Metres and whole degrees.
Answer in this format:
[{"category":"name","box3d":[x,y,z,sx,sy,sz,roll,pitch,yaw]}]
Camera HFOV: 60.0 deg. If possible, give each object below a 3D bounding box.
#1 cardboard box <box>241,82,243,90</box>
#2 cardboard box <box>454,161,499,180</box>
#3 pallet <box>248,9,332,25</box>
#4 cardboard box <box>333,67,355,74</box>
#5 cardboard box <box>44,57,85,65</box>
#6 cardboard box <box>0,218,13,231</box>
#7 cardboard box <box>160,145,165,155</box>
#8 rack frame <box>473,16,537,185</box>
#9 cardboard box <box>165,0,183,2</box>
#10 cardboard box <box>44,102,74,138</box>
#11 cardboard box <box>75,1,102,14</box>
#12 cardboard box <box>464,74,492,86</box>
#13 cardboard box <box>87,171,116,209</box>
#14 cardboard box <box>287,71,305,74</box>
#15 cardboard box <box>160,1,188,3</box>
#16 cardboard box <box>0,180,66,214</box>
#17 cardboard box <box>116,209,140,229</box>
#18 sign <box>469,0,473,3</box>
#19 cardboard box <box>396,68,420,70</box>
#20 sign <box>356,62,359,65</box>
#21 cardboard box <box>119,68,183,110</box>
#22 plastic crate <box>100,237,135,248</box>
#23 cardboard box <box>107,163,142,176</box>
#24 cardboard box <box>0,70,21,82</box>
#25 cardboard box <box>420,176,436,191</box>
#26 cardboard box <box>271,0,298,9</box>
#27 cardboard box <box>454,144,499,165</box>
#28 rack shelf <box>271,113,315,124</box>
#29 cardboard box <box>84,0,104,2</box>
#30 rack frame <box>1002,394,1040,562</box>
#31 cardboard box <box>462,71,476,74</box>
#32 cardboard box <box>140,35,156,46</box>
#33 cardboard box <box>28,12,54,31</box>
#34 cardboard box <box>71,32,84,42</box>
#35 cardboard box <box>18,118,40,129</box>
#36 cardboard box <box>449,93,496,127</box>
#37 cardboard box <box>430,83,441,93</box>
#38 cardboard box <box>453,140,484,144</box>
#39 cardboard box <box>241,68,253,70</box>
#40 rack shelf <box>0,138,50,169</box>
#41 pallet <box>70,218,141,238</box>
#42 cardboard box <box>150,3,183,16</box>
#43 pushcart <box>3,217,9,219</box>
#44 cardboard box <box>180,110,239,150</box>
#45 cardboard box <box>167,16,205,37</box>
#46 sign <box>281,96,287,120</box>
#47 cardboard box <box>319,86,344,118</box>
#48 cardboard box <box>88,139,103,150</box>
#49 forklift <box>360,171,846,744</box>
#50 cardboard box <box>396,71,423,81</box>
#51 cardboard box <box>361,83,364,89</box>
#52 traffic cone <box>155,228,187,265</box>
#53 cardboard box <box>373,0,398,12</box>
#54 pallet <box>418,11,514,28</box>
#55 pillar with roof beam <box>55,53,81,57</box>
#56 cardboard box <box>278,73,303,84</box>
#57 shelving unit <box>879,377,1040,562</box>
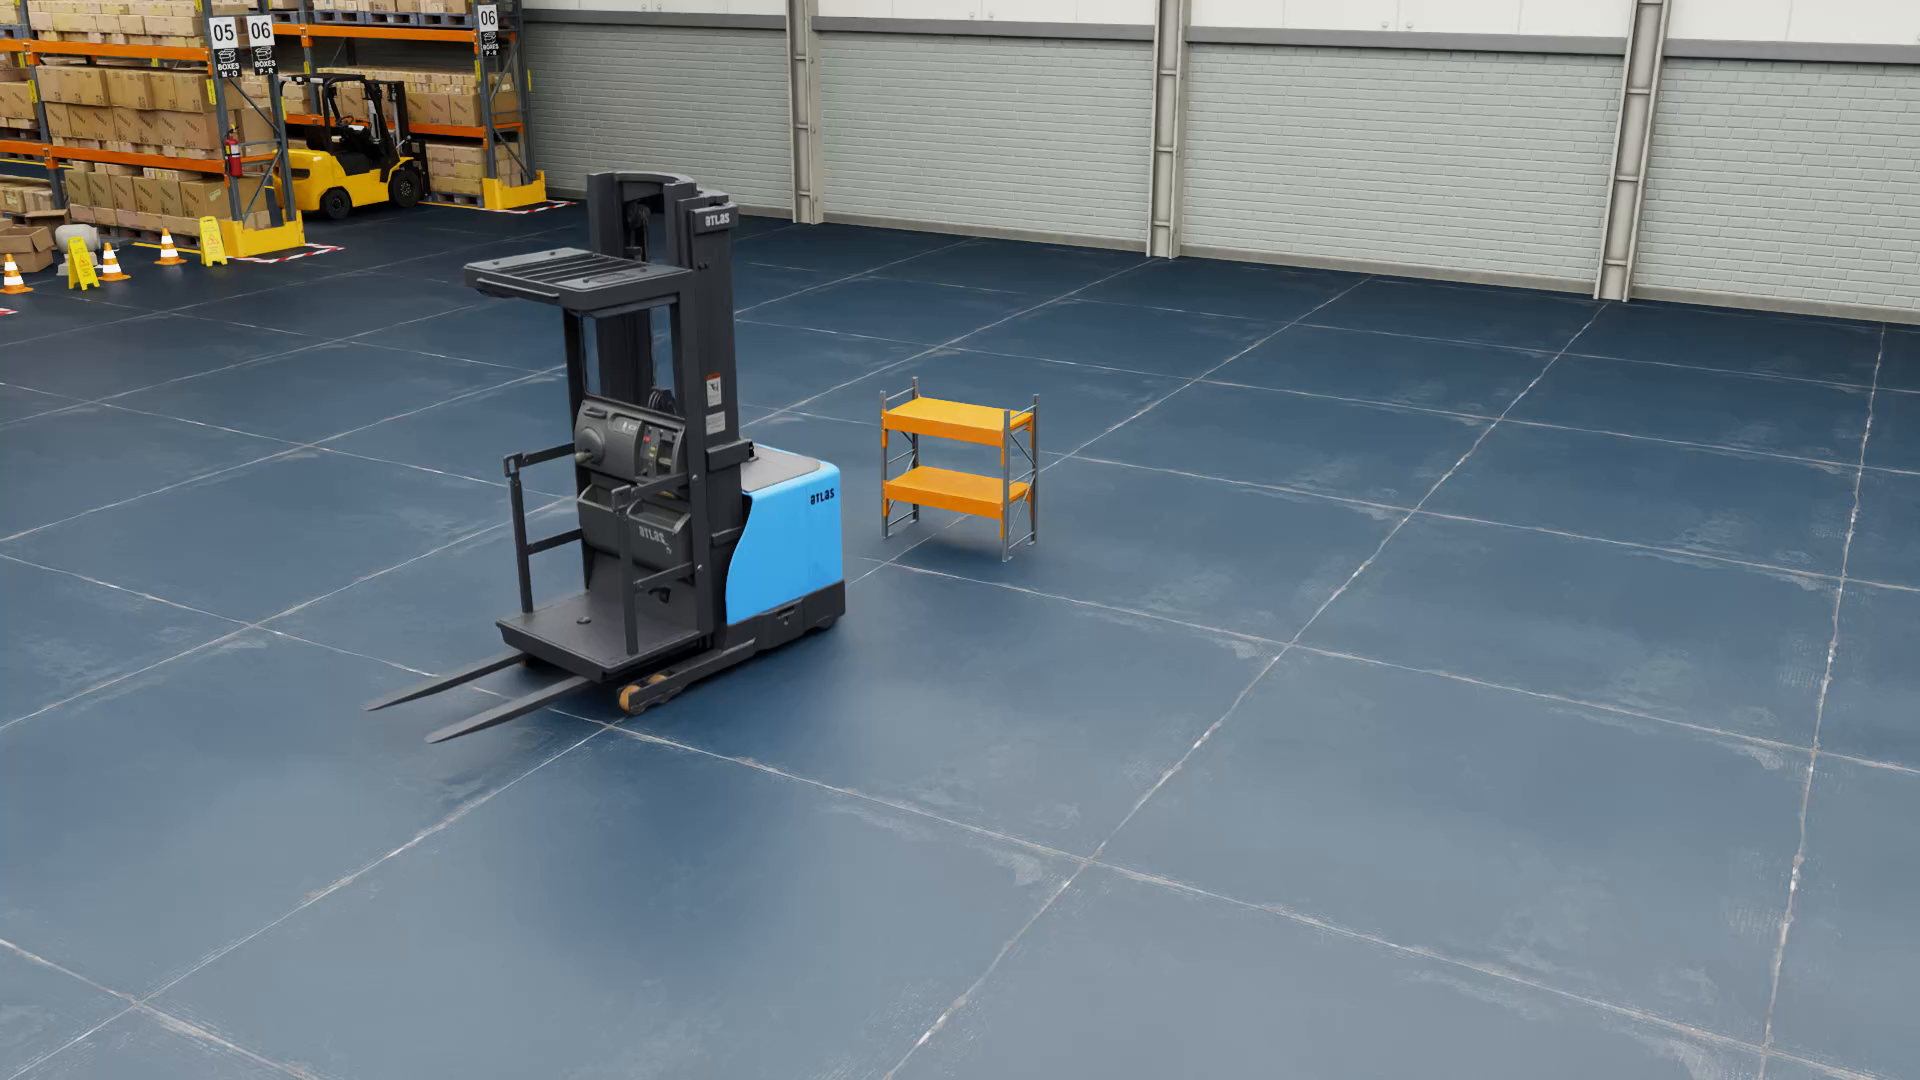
[{"category":"cardboard box","box3d":[-12.822,-8.119,29.835,0.500,0.250,0.500,11,23,28]},{"category":"cardboard box","box3d":[-8.027,-6.152,27.609,0.500,0.250,0.500,10,22,27]},{"category":"pallet","box3d":[-11.718,-9.152,29.079,1.217,0.209,0.805,10,22,25]},{"category":"cardboard box","box3d":[-10.527,-8.028,28.564,0.250,0.149,0.380,11,23,28]},{"category":"cardboard box","box3d":[-17.160,-9.031,32.100,0.500,0.500,0.700,11,23,28]},{"category":"cardboard box","box3d":[-13.455,-4.127,22.807,0.503,0.637,0.797,11,23,27]},{"category":"cardboard box","box3d":[-11.181,-5.602,23.780,0.250,0.149,0.380,11,23,28]},{"category":"rack frame","box3d":[-7.449,-7.024,27.330,0.127,3.000,1.000,11,23,27]},{"category":"cardboard box","box3d":[-13.920,-9.863,29.848,0.500,0.500,0.500,11,23,28]},{"category":"cardboard box","box3d":[-13.111,-6.242,24.590,0.500,0.500,0.500,11,23,27]},{"category":"cardboard box","box3d":[-12.318,-7.569,23.633,0.250,0.149,0.380,10,22,26]},{"category":"cardboard box","box3d":[-7.865,-7.513,27.143,0.250,0.149,0.380,11,23,27]},{"category":"cardboard box","box3d":[-12.502,-5.204,24.630,0.500,0.500,0.500,12,23,29]},{"category":"cardboard box","box3d":[-11.803,-8.302,29.755,0.250,0.149,0.380,11,22,27]},{"category":"cardboard box","box3d":[-11.128,-7.574,23.646,0.250,0.149,0.380,11,23,29]},{"category":"cardboard box","box3d":[-14.447,-5.378,26.030,0.625,0.372,0.950,12,23,31]},{"category":"cardboard box","box3d":[-12.039,-4.764,24.517,0.500,0.250,0.500,10,22,27]},{"category":"sign","box3d":[-7.726,-8.654,26.242,0.005,0.325,0.100,11,23,27]},{"category":"cardboard box","box3d":[-9.413,-7.995,28.473,0.250,0.149,0.380,11,22,27]},{"category":"sign","box3d":[-10.672,-8.299,29.459,0.005,0.325,0.100,11,23,27]},{"category":"cardboard box","box3d":[-11.353,-6.363,23.459,0.500,0.500,0.700,10,22,27]},{"category":"plastic crate","box3d":[-12.388,-4.333,24.194,0.583,0.080,0.402,3,20,9]},{"category":"cardboard box","box3d":[-12.209,-5.427,24.293,0.250,0.149,0.380,12,23,30]},{"category":"cardboard box","box3d":[-14.480,-7.020,25.170,0.250,0.149,0.380,10,22,26]},{"category":"cardboard box","box3d":[-8.875,-6.084,28.156,0.500,0.250,0.500,11,23,28]},{"category":"cardboard box","box3d":[-11.692,-9.350,28.711,0.500,0.311,0.500,10,22,26]},{"category":"cardboard box","box3d":[-8.003,-6.383,27.512,0.500,0.250,0.500,12,23,29]},{"category":"rack shelf","box3d":[-12.687,-7.684,30.203,4.000,0.370,1.077,11,23,27]},{"category":"cardboard box","box3d":[-12.528,-7.800,24.269,0.250,0.149,0.380,11,23,29]},{"category":"rack frame","box3d":[0.438,-0.445,11.943,0.032,1.125,0.500,11,23,27]},{"category":"cardboard box","box3d":[-8.088,-7.728,27.738,0.250,0.149,0.380,11,23,28]},{"category":"cardboard box","box3d":[-11.193,-6.989,23.203,0.250,0.149,0.380,11,22,27]},{"category":"cardboard box","box3d":[-13.108,-7.536,24.125,0.500,0.250,0.500,10,22,26]},{"category":"cardboard box","box3d":[-12.536,-7.256,23.939,0.250,0.149,0.380,12,23,29]},{"category":"cardboard box","box3d":[-13.943,-6.294,25.069,0.250,0.149,0.380,11,23,28]},{"category":"cardboard box","box3d":[-8.007,-7.075,27.323,0.500,0.500,0.500,10,22,26]},{"category":"cardboard box","box3d":[-8.534,-7.490,27.516,0.250,0.149,0.380,11,22,27]},{"category":"cardboard box","box3d":[-8.214,-6.617,28.159,0.500,0.250,0.500,11,23,27]},{"category":"cardboard box","box3d":[-13.133,-8.554,30.451,0.250,0.149,0.380,11,22,27]},{"category":"rack shelf","box3d":[-15.105,-6.205,26.128,4.000,0.370,1.077,11,23,27]},{"category":"pallet","box3d":[-12.755,-4.799,25.285,1.213,0.211,1.003,11,23,27]},{"category":"cardboard box","box3d":[-10.940,-7.330,22.973,0.250,0.149,0.380,11,23,28]},{"category":"pushcart","box3d":[-14.427,-4.291,23.641,0.936,0.377,1.648,3,20,9]},{"category":"cardboard box","box3d":[-10.475,-5.741,23.210,0.500,0.500,0.500,10,22,26]},{"category":"cardboard box","box3d":[-10.445,-7.030,22.731,0.500,0.250,0.500,10,22,27]},{"category":"sign","box3d":[-9.602,-6.114,23.552,0.005,0.325,0.100,11,23,27]},{"category":"cardboard box","box3d":[-10.681,-7.585,28.729,0.500,0.500,0.500,10,22,26]},{"category":"cardboard box","box3d":[-12.549,-5.832,24.412,0.250,0.149,0.380,12,23,29]},{"category":"forklift","box3d":[-2.079,-0.565,9.624,1.130,2.935,3.031,16,25,37]},{"category":"cardboard box","box3d":[-9.207,-7.766,27.841,0.250,0.149,0.380,11,23,28]},{"category":"cardboard box","box3d":[-9.916,-7.725,28.165,0.250,0.149,0.380,11,22,27]},{"category":"traffic cone","box3d":[-10.871,-4.041,22.826,0.334,0.463,0.336,11,23,27]},{"category":"cardboard box","box3d":[-9.292,-9.037,27.566,0.637,0.503,0.797,12,23,29]},{"category":"pallet","box3d":[-8.054,-8.518,27.179,1.213,0.211,1.003,11,23,27]},{"category":"pillar with roof beam","box3d":[-20.193,-10.942,29.334,0.400,9.000,9.100,11,23,27]},{"category":"cardboard box","box3d":[-11.770,-8.126,29.269,0.250,0.149,0.380,11,23,27]},{"category":"shelving unit","box3d":[-0.006,-0.530,12.176,1.048,1.125,0.538,11,23,27]}]
